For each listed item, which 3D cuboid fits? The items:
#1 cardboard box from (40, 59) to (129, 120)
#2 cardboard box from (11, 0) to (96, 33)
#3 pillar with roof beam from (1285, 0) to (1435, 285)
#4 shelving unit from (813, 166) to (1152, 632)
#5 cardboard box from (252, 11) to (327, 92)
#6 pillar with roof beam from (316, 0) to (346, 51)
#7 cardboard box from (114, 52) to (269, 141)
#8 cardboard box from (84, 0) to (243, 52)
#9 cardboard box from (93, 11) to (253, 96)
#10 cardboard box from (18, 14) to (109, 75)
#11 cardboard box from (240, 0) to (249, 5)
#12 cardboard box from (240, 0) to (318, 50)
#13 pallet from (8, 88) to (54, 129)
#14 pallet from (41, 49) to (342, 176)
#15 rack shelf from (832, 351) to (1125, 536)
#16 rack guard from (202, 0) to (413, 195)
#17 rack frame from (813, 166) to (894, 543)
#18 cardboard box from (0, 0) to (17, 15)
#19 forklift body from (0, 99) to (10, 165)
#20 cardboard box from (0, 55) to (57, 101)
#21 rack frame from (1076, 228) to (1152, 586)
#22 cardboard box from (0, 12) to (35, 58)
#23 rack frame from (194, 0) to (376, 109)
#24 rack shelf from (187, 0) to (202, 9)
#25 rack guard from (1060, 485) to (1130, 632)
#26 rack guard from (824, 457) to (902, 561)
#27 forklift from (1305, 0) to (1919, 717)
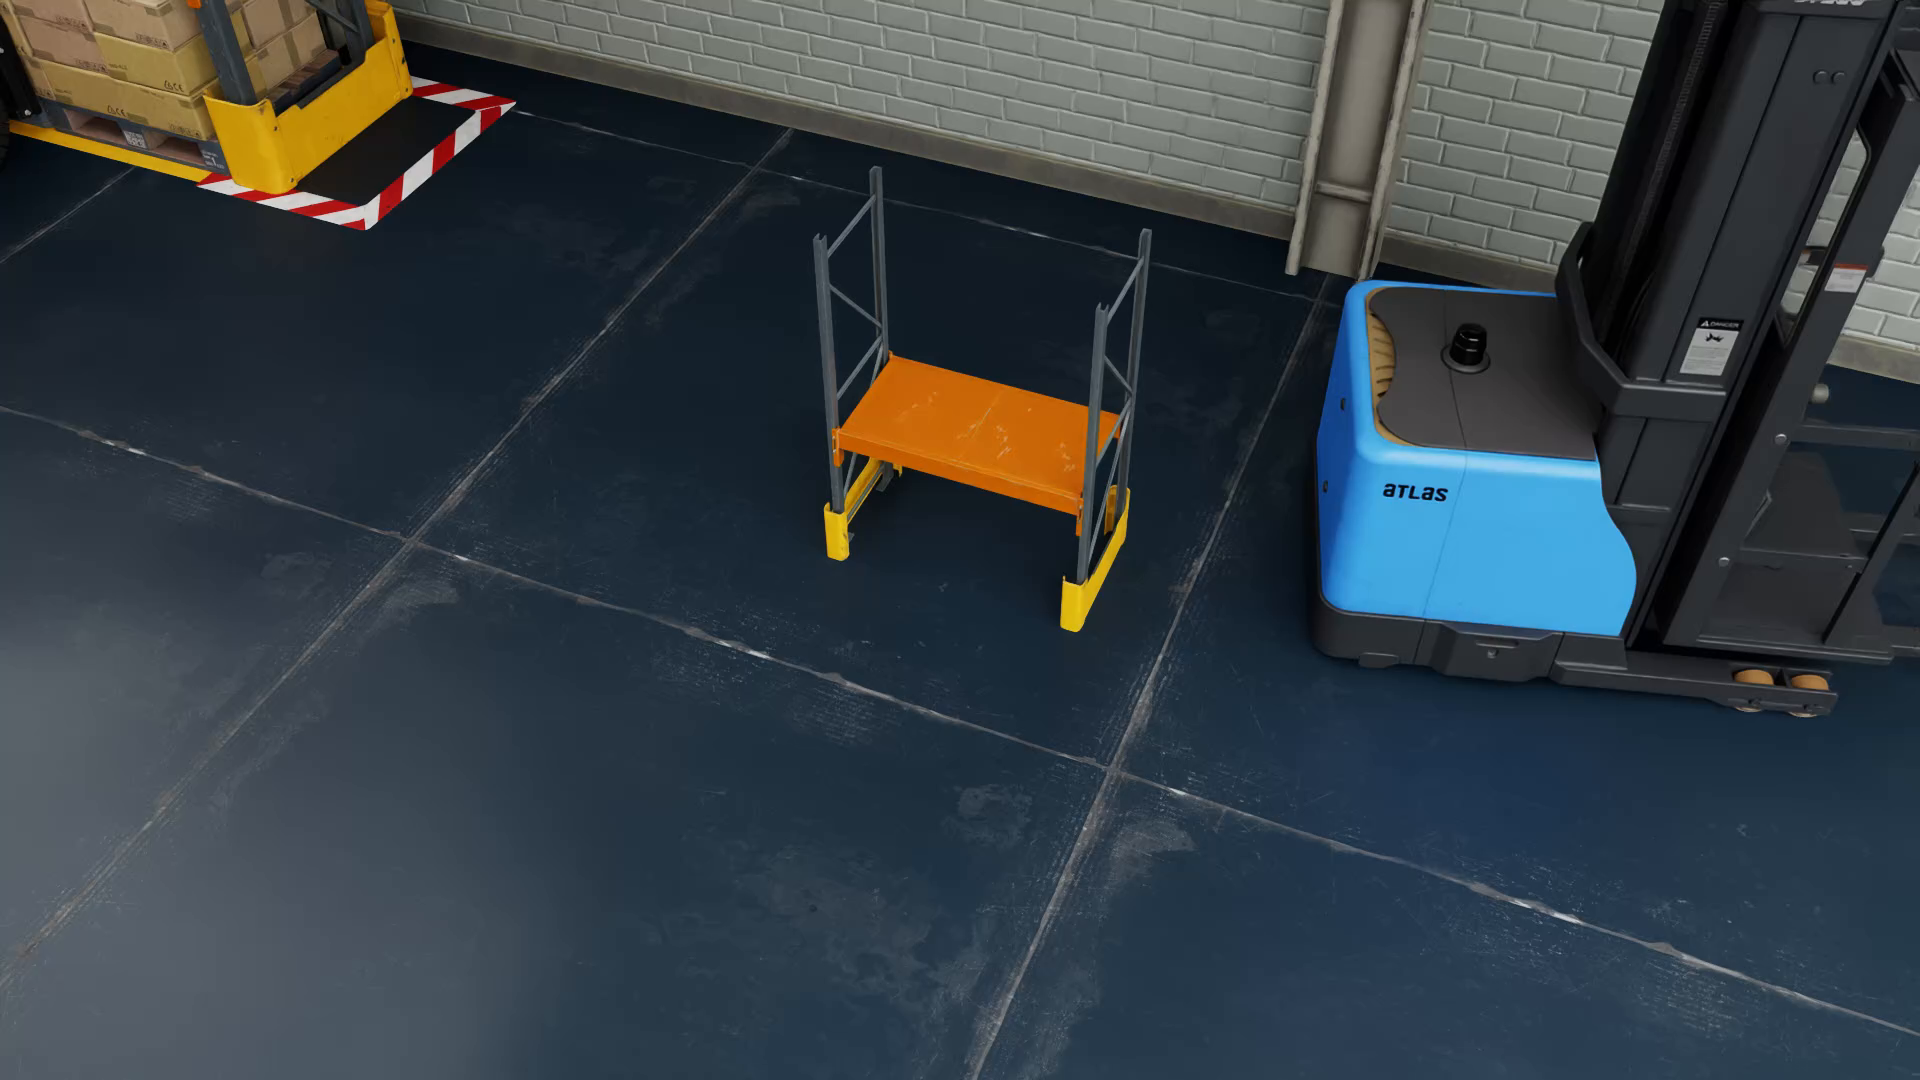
[{"bbox_3d":[-4.440,-2.492,8.780,0.500,0.250,0.500,16,47,16],"label":"cardboard box"},{"bbox_3d":[-4.448,-2.841,8.421,0.500,0.250,0.500,17,47,17],"label":"cardboard box"},{"bbox_3d":[0.155,-1.726,2.105,0.400,9.000,9.100,16,47,16],"label":"pillar with roof beam"},{"bbox_3d":[0.070,-0.511,6.200,1.083,1.500,0.587,16,47,16],"label":"shelving unit"},{"bbox_3d":[-3.807,-2.690,8.979,0.500,0.250,0.500,17,47,16],"label":"cardboard box"},{"bbox_3d":[-5.382,-3.355,3.742,0.400,9.000,9.100,16,47,16],"label":"pillar with roof beam"},{"bbox_3d":[-3.985,-2.351,8.638,0.500,0.250,0.500,17,47,16],"label":"cardboard box"},{"bbox_3d":[-3.974,-2.706,8.286,0.500,0.250,0.500,18,48,17],"label":"cardboard box"},{"bbox_3d":[-3.999,-2.535,8.469,0.500,0.250,0.500,16,47,15],"label":"cardboard box"},{"bbox_3d":[-4.458,-2.678,8.613,0.500,0.250,0.500,16,47,15],"label":"cardboard box"},{"bbox_3d":[-3.800,-3.038,8.619,0.500,0.250,0.500,16,47,15],"label":"cardboard box"},{"bbox_3d":[-3.783,-2.869,8.805,0.500,0.250,0.500,17,47,17],"label":"cardboard box"},{"bbox_3d":[-5.273,-2.779,9.394,1.213,0.211,1.003,16,47,16],"label":"pallet"},{"bbox_3d":[-4.151,-2.447,9.060,1.213,0.211,1.003,16,47,16],"label":"pallet"},{"bbox_3d":[0.079,-0.381,6.325,1.000,0.185,0.538,16,47,16],"label":"rack shelf"},{"bbox_3d":[-3.407,-2.363,8.770,0.348,0.500,1.175,16,47,16],"label":"rack guard"},{"bbox_3d":[-0.390,-0.647,6.336,0.032,1.500,0.500,16,47,16],"label":"rack frame"},{"bbox_3d":[-4.917,-2.971,8.552,0.500,0.250,0.500,17,47,16],"label":"cardboard box"},{"bbox_3d":[-5.882,-2.282,7.518,1.214,2.155,2.313,16,47,16],"label":"forklift body"},{"bbox_3d":[-4.898,-2.634,8.923,0.500,0.250,0.500,17,47,16],"label":"cardboard box"},{"bbox_3d":[0.548,-0.370,6.059,0.032,1.500,0.500,16,47,16],"label":"rack frame"},{"bbox_3d":[-4.942,-2.805,8.740,0.500,0.250,0.500,15,47,15],"label":"cardboard box"},{"bbox_3d":[-3.429,-3.255,7.895,0.127,3.000,1.000,16,47,16],"label":"rack frame"},{"bbox_3d":[-5.275,-3.543,8.695,4.000,0.370,1.077,16,47,16],"label":"rack shelf"},{"bbox_3d":[0.530,0.067,6.505,0.087,0.250,0.587,16,47,16],"label":"rack guard"},{"bbox_3d":[-0.389,-0.203,6.777,0.087,0.250,0.587,16,47,16],"label":"rack guard"},{"bbox_3d":[2.876,-0.790,5.466,3.031,2.935,1.130,5,45,5],"label":"forklift"}]
